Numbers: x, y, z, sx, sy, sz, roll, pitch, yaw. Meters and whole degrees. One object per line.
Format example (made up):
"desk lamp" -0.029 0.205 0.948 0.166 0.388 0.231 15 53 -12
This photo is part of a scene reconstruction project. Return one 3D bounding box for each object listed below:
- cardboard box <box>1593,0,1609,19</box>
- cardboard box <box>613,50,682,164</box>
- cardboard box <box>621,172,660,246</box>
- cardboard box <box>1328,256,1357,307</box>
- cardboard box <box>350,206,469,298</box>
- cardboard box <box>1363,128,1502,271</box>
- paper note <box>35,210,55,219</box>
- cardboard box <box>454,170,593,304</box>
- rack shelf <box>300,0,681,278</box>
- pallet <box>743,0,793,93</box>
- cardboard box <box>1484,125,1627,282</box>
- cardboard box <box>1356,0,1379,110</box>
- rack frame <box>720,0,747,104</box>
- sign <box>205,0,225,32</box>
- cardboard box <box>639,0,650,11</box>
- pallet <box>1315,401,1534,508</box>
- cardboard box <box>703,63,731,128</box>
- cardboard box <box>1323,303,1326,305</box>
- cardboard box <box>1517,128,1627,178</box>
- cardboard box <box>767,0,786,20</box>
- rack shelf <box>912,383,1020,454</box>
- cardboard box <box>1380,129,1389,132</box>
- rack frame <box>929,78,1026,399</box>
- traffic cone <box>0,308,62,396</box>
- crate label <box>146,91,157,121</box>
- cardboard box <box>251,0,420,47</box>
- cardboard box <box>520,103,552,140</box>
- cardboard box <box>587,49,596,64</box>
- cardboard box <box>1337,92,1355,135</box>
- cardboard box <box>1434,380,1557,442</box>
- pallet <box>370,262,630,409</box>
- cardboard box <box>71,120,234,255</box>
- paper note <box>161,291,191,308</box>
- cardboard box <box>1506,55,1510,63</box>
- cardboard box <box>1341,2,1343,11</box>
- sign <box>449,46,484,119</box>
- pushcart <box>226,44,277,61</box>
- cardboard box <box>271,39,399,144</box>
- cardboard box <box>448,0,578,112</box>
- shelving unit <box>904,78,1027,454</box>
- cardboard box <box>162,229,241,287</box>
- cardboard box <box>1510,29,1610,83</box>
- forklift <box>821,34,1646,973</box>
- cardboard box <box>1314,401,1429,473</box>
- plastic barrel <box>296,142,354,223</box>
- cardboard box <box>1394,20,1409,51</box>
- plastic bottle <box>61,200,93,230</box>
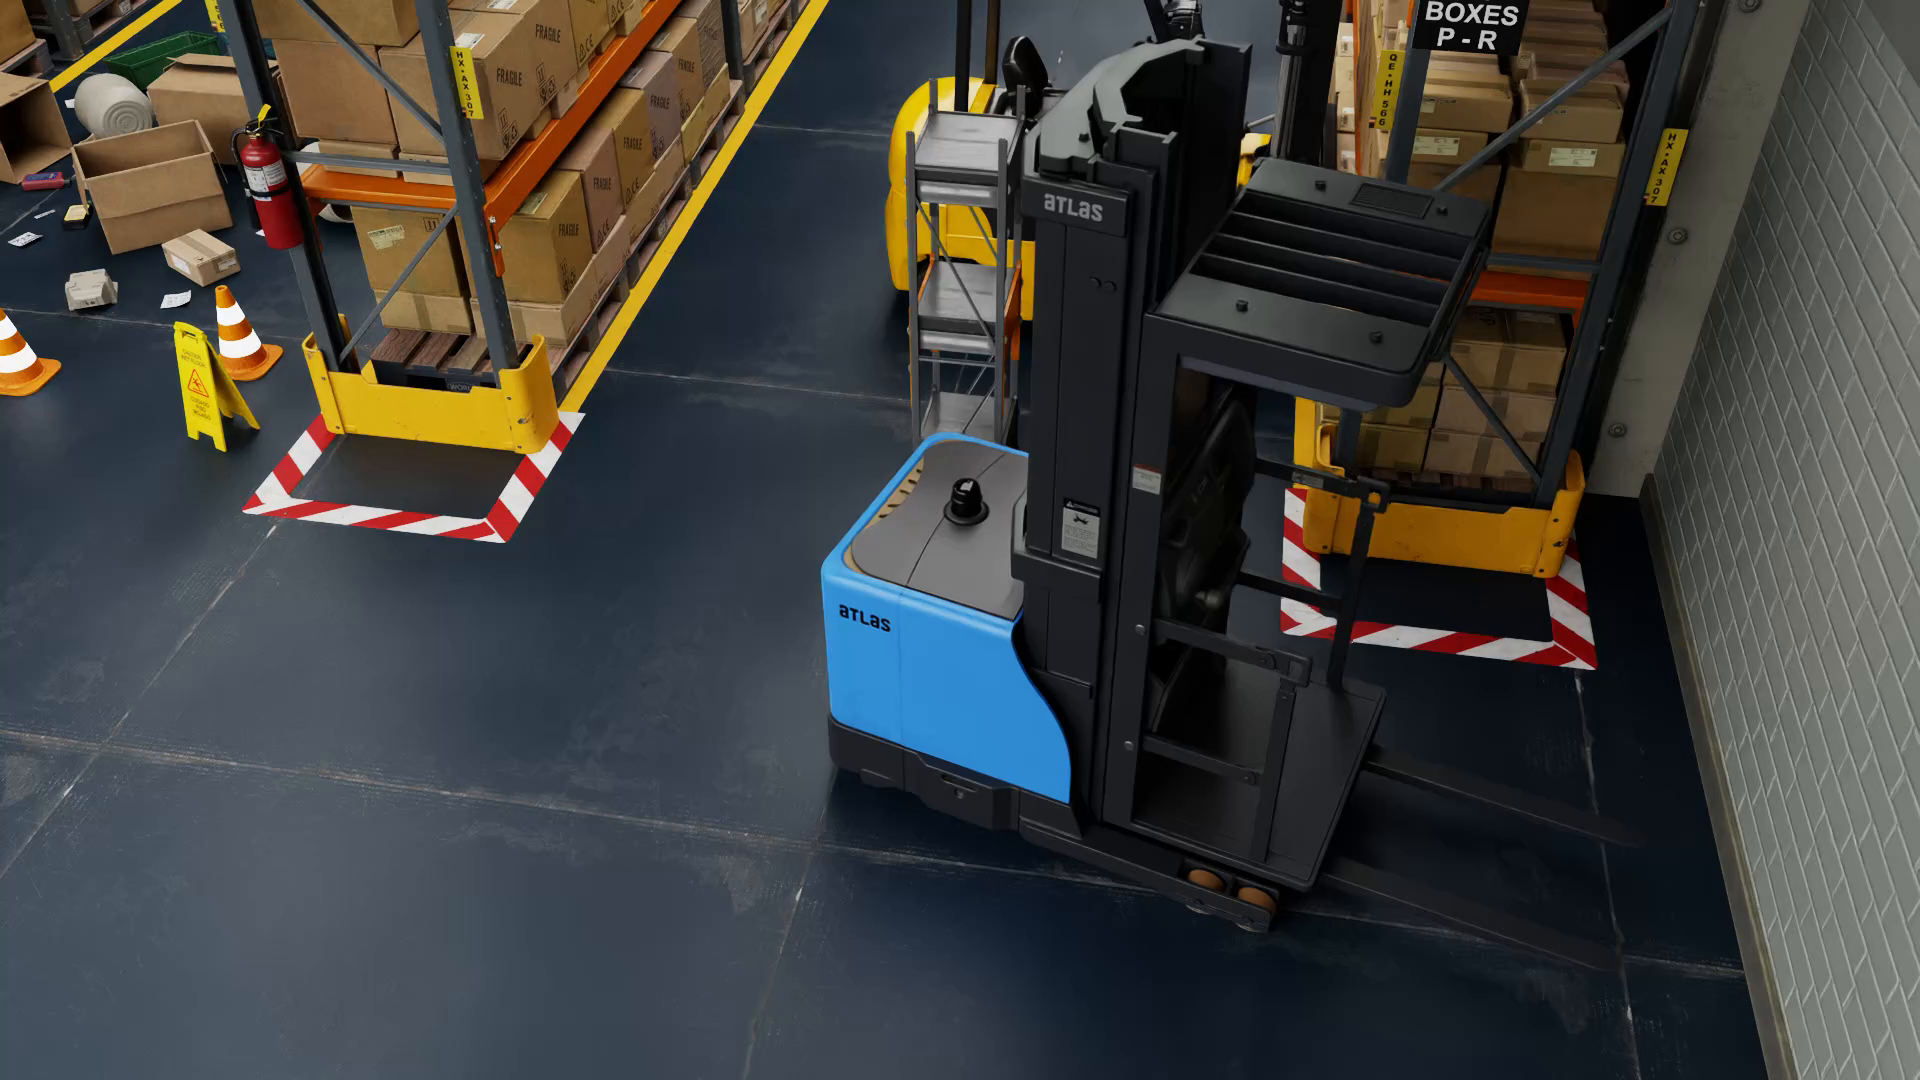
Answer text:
"cardboard box" 2.813 -2.555 7.763 0.380 0.149 0.250 6 40 7
"cardboard box" -1.995 -2.567 9.838 0.500 0.500 0.500 8 40 10
"cardboard box" -2.086 -1.948 9.677 0.500 0.250 0.500 9 40 11
"cardboard box" 2.069 -1.294 8.101 0.500 0.250 0.500 7 40 8
"cardboard box" -2.794 -1.629 8.703 0.500 0.500 0.500 7 40 8
"cardboard box" 2.040 -1.538 7.275 0.500 0.500 0.500 6 40 7
"paper note" -5.655 -2.014 10.275 0.032 0.001 0.123 28 47 30
"cardboard box" -2.260 -1.589 8.654 0.500 0.500 0.500 5 40 6
"rack shelf" -2.330 -2.685 9.304 1.077 0.370 4.000 6 40 8
"pallet" -1.850 -3.631 12.073 1.003 0.211 1.213 6 40 8
"cardboard box" 2.573 -1.480 7.205 0.500 0.500 0.500 8 40 9
"cardboard box" 2.303 -2.501 8.439 0.500 0.500 0.500 7 40 8
"rack frame" -1.984 -4.217 10.593 1.000 3.000 0.127 6 40 8
"sign" -3.219 -2.348 7.177 0.100 0.325 0.005 6 40 8
"cardboard box" -1.985 -3.090 9.427 0.380 0.149 0.250 6 40 7
"pallet" 2.305 -0.572 8.372 1.003 0.211 1.213 6 40 8
"cardboard box" -1.821 -2.918 10.851 0.500 0.250 0.500 8 40 10
"cardboard box" 2.156 -1.436 8.666 0.500 0.250 0.500 6 40 7
"cardboard box" 2.528 -1.634 6.882 0.380 0.149 0.250 5 40 7
"cardboard box" -1.774 -4.147 12.241 0.950 0.372 0.625 9 40 10
"rack shelf" 0.029 -0.363 7.758 0.431 0.518 0.480 6 40 8
"cardboard box" 2.013 -1.862 7.158 0.380 0.149 0.250 7 40 8
"rack frame" 0.071 -1.066 7.489 0.400 2.100 0.015 6 40 8
"traffic cone" -5.024 -1.050 8.754 0.336 0.463 0.334 6 40 8
"crate label" -5.414 -3.000 11.368 0.298 0.136 0.250 -20 44 -23
"cardboard box" -2.803 -2.590 7.529 0.700 0.500 0.500 5 40 7
"cardboard box" -2.258 -2.118 8.251 0.380 0.149 0.250 5 40 6
"cardboard box" -2.170 -2.611 8.847 0.380 0.149 0.250 8 40 9
"cardboard box" 2.340 -2.257 9.267 0.500 0.250 0.500 8 40 9
"cardboard box" 2.499 -0.729 7.810 0.500 0.250 0.500 7 40 8
"pallet" -2.487 -1.186 9.115 1.003 0.211 1.213 6 40 8
"cardboard box" -4.865 -2.126 10.023 0.797 0.503 0.637 -20 44 -23
"paper note" -4.473 -1.375 9.486 0.148 0.019 0.142 -6 40 -8
"cardboard box" 2.664 -2.116 7.465 0.380 0.149 0.250 5 40 6
"cardboard box" 3.255 -4.206 12.114 0.875 0.625 0.625 5 40 6
"sign" -2.142 -1.981 7.209 0.100 0.325 0.005 6 40 8
"pushcart" -4.238 -3.426 11.695 1.648 0.377 0.936 -6 40 -8
"cardboard box" -2.853 -2.231 7.879 0.500 0.500 0.500 6 40 7
"cardboard box" -2.234 -2.452 8.147 0.500 0.500 0.500 8 40 9
"shelving unit" 0.029 -0.913 7.303 0.431 2.100 0.503 6 40 8
"cardboard box" -4.439 -1.653 9.729 0.380 0.149 0.250 28 47 30
"cardboard box" 2.592 -2.080 7.187 0.380 0.149 0.250 7 40 9
"forklift" 1.033 -0.080 5.643 3.031 2.935 1.130 17 42 19
"cardboard box" 1.984 -0.594 8.039 0.500 0.250 0.500 7 40 8
"plastic barrel" -3.810 -2.177 10.148 0.421 0.421 0.512 -28 47 -30
"cardboard box" 2.099 -2.138 7.258 0.380 0.149 0.250 7 40 9
"plastic bottle" -5.418 -2.002 10.221 0.133 0.061 0.283 -6 40 -8
